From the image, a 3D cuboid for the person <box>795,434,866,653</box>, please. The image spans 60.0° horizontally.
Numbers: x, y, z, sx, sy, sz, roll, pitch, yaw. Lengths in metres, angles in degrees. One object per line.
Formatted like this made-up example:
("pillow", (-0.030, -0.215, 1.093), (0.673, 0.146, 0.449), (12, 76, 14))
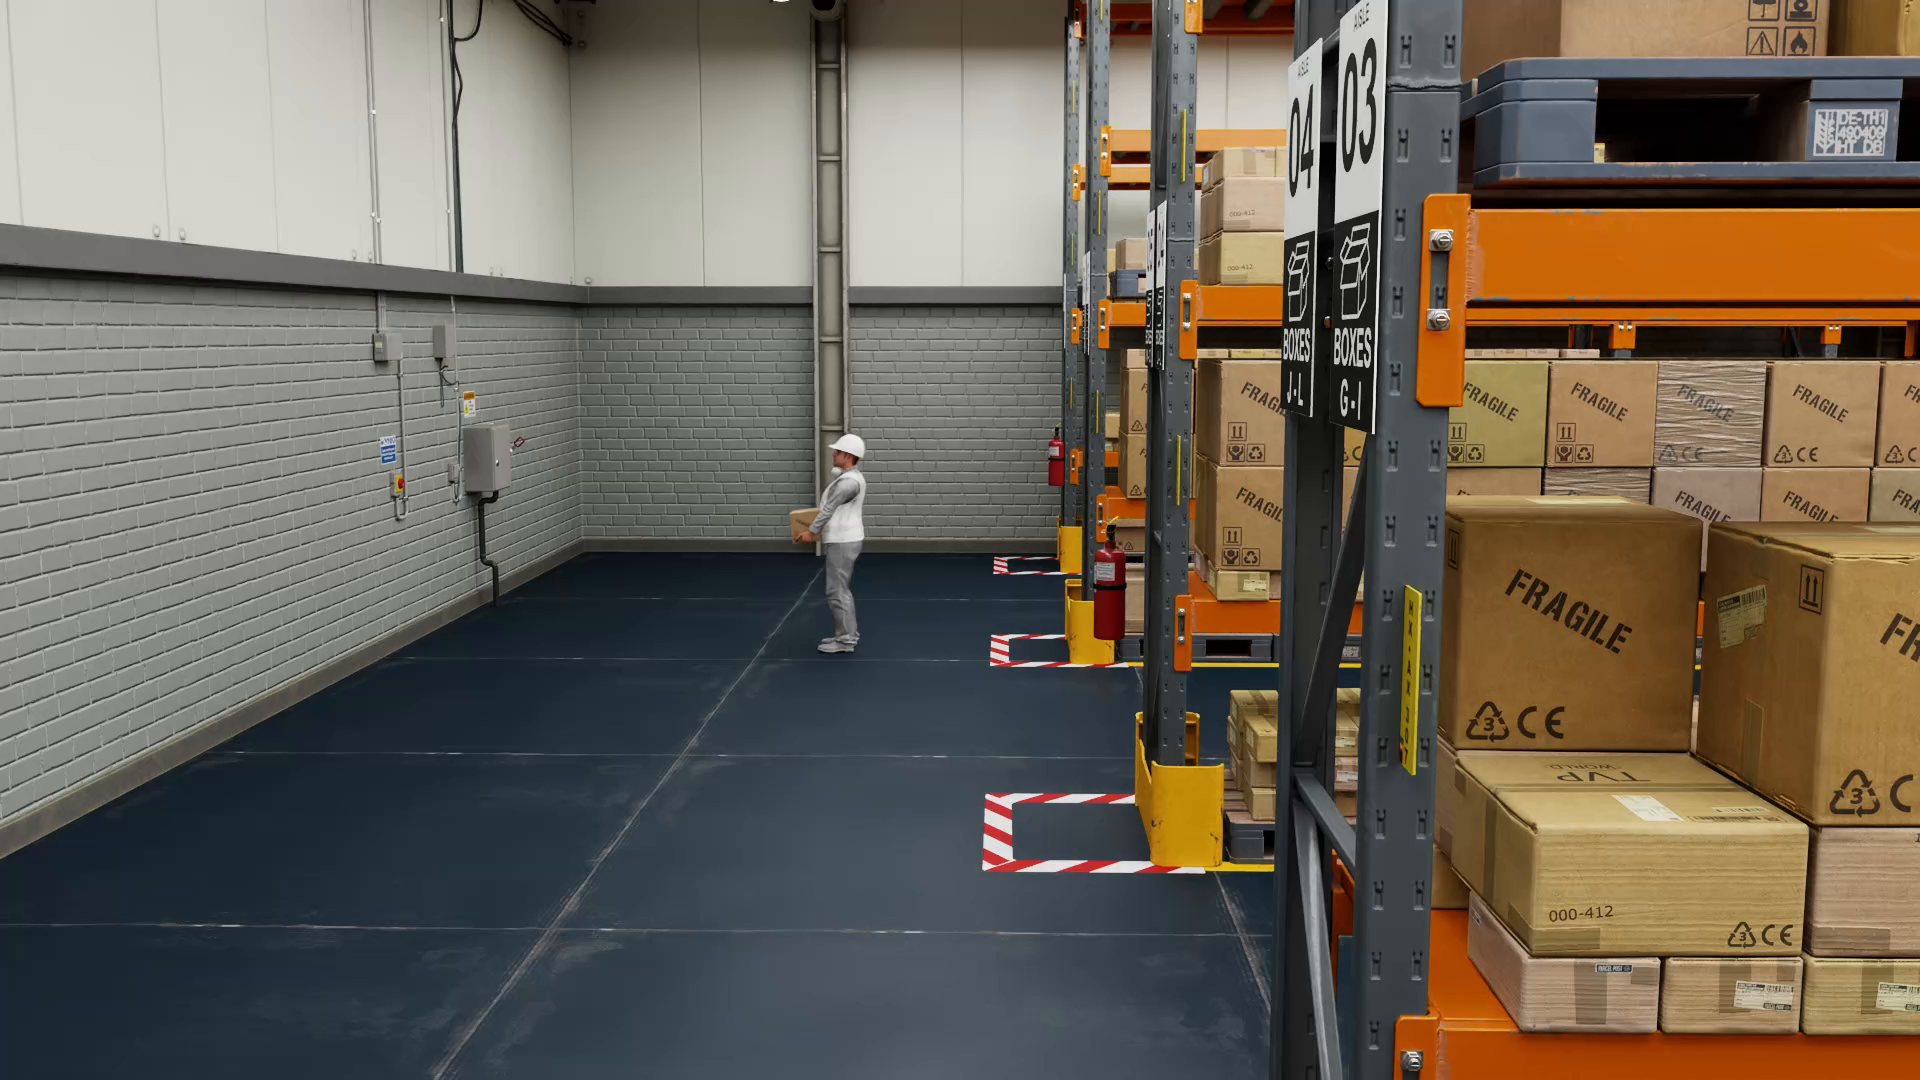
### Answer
("person", (-1.047, 0.023, 13.517), (0.554, 1.762, 0.494), (0, 7, 2))
